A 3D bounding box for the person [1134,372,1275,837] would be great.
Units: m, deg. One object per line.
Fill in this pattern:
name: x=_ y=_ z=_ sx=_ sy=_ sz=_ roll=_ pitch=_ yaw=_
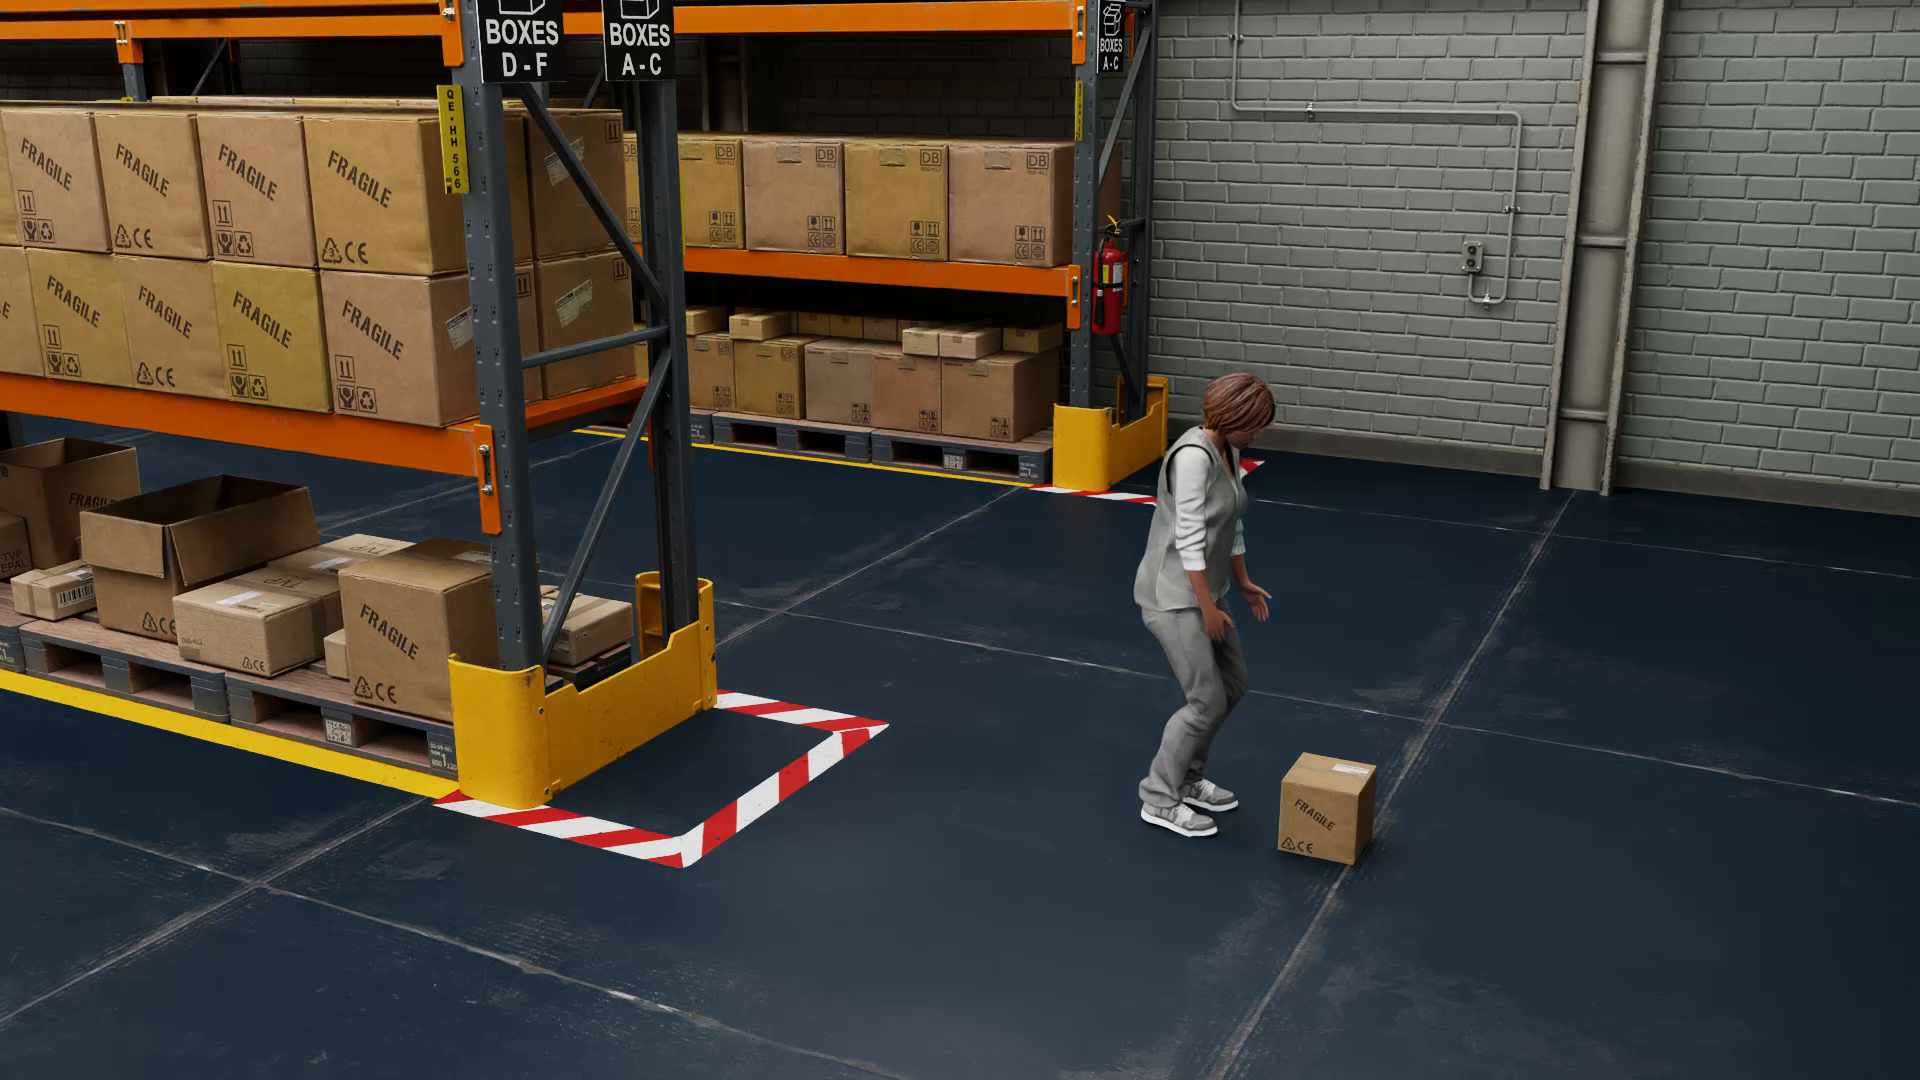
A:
person: x=0.799 y=0.206 z=5.486 sx=0.418 sy=1.523 sz=0.433 roll=8 pitch=18 yaw=27
